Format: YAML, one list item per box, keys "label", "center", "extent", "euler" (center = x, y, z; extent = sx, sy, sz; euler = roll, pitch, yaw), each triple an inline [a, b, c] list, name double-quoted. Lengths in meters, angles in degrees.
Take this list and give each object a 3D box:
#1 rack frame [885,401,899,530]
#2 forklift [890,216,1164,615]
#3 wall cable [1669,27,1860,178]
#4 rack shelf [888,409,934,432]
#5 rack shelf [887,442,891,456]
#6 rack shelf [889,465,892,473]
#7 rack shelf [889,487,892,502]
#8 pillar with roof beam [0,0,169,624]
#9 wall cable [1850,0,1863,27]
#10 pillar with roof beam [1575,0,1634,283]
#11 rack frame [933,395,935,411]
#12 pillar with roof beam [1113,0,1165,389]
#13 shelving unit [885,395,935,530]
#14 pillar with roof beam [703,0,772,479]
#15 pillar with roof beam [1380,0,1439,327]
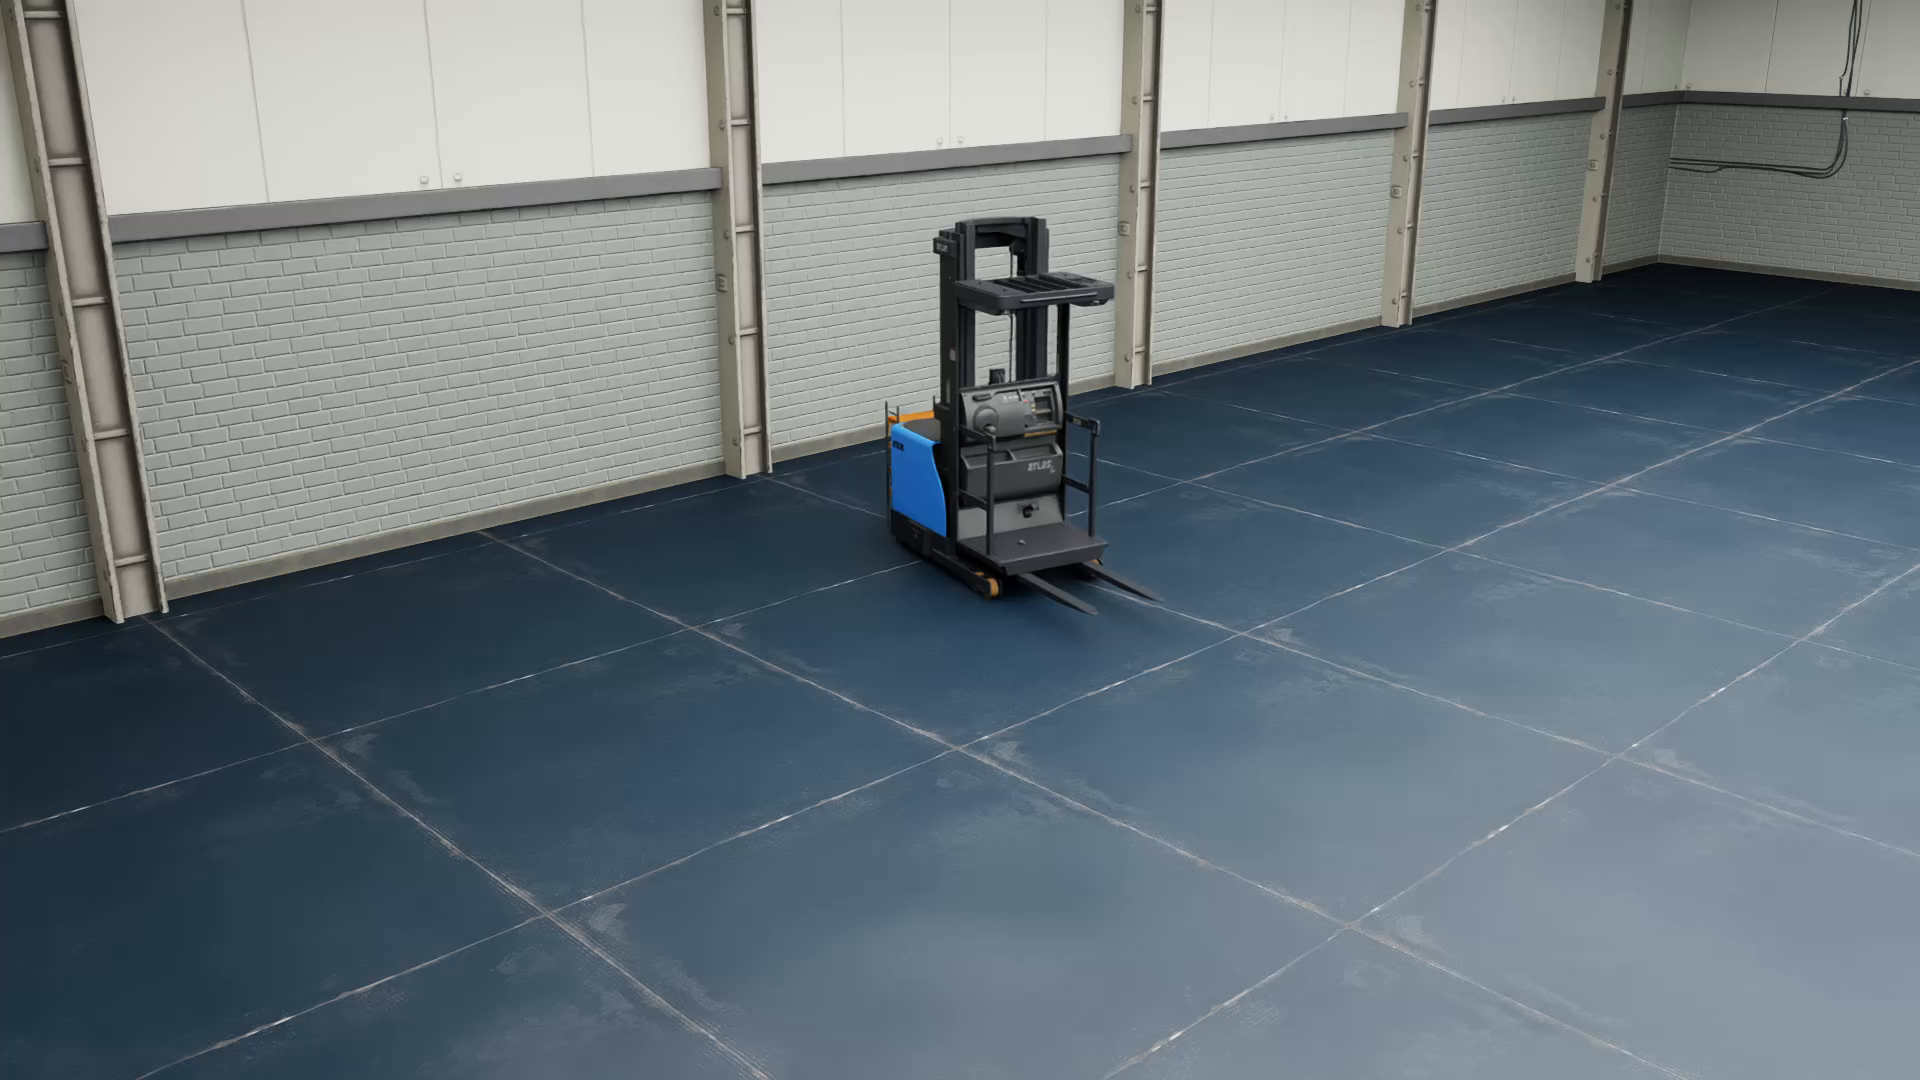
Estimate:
- label: "rack frame"
  center: [-0.605, -0.643, 15.021]
  extent: [0.015, 1.200, 0.240]
  euler: [-10, 21, -28]
- label: "forklift"
  center: [0.540, -1.079, 13.561]
  extent: [1.130, 2.935, 3.031]
  euler: [-10, 20, -28]
- label: "wall cable"
  center: [13.948, -7.640, 28.993]
  extent: [0.112, 2.526, 3.097]
  euler: [-16, 24, -41]
- label: "rack shelf"
  center: [-0.394, -1.054, 15.017]
  extent: [0.480, 0.148, 0.258]
  euler: [-10, 21, -28]
- label: "rack shelf"
  center: [-0.394, -0.829, 15.090]
  extent: [0.480, 0.148, 0.258]
  euler: [-10, 21, -28]
- label: "rack shelf"
  center: [-0.394, -0.616, 15.159]
  extent: [0.480, 0.148, 0.258]
  euler: [-10, 21, -28]
- label: "rack shelf"
  center: [-0.394, -0.427, 15.220]
  extent: [0.480, 0.148, 0.258]
  euler: [-10, 21, -28]
- label: "pillar with roof beam"
  center: [-3.582, -2.739, 8.842]
  extent: [0.400, 9.000, 9.100]
  euler: [-16, 24, -41]
- label: "wall cable"
  center: [15.807, -9.436, 26.344]
  extent: [0.112, 2.526, 3.097]
  euler: [-16, 24, -41]
- label: "pillar with roof beam"
  center: [13.857, -7.824, 24.527]
  extent: [0.400, 9.000, 9.100]
  euler: [-16, 24, -41]
- label: "rack frame"
  center: [-0.183, -0.718, 15.254]
  extent: [0.015, 1.200, 0.240]
  euler: [-10, 21, -28]
- label: "pillar with roof beam"
  center: [5.137, -5.282, 16.684]
  extent: [0.400, 9.000, 9.100]
  euler: [-16, 24, -41]
- label: "shelving unit"
  center: [-0.394, -0.680, 15.138]
  extent: [0.503, 1.200, 0.258]
  euler: [-10, 21, -28]
- label: "pillar with roof beam"
  center: [0.778, -4.010, 12.763]
  extent: [0.400, 9.000, 9.100]
  euler: [-16, 24, -41]
- label: "pillar with roof beam"
  center: [9.497, -6.553, 20.606]
  extent: [0.400, 9.000, 9.100]
  euler: [-16, 24, -41]
